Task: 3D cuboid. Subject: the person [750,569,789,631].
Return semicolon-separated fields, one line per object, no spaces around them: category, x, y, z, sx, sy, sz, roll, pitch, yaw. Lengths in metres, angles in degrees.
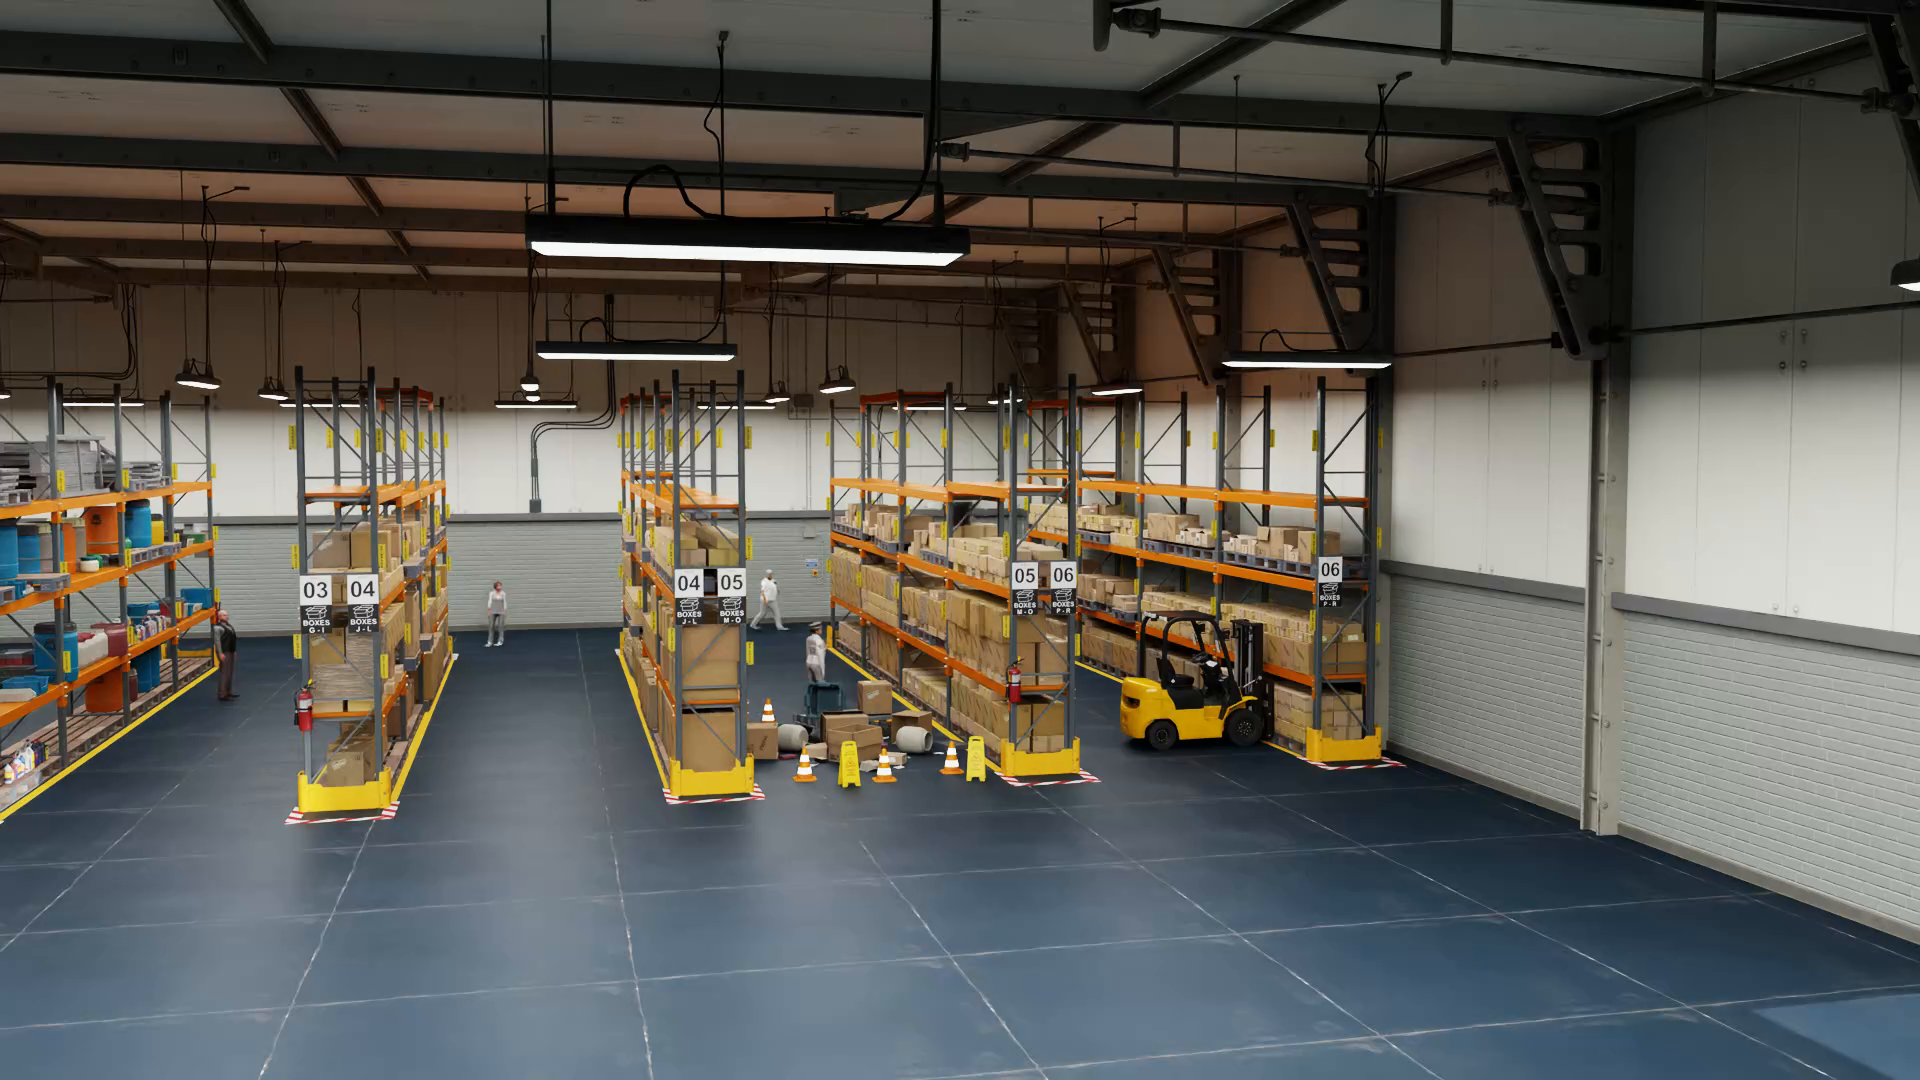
person;-5.024;1.581;43.706;0.999;1.620;0.547;1;4;19

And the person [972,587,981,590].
person;0.521;1.583;42.411;0.547;1.752;0.521;-1;4;-17

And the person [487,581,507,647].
person;-11.286;1.797;40.482;0.477;1.603;0.353;0;3;-5

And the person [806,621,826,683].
person;-2.620;2.330;30.560;0.374;1.681;0.537;-3;4;-37

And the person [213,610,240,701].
person;-14.203;2.233;32.195;0.429;1.751;0.597;-1;3;-12
